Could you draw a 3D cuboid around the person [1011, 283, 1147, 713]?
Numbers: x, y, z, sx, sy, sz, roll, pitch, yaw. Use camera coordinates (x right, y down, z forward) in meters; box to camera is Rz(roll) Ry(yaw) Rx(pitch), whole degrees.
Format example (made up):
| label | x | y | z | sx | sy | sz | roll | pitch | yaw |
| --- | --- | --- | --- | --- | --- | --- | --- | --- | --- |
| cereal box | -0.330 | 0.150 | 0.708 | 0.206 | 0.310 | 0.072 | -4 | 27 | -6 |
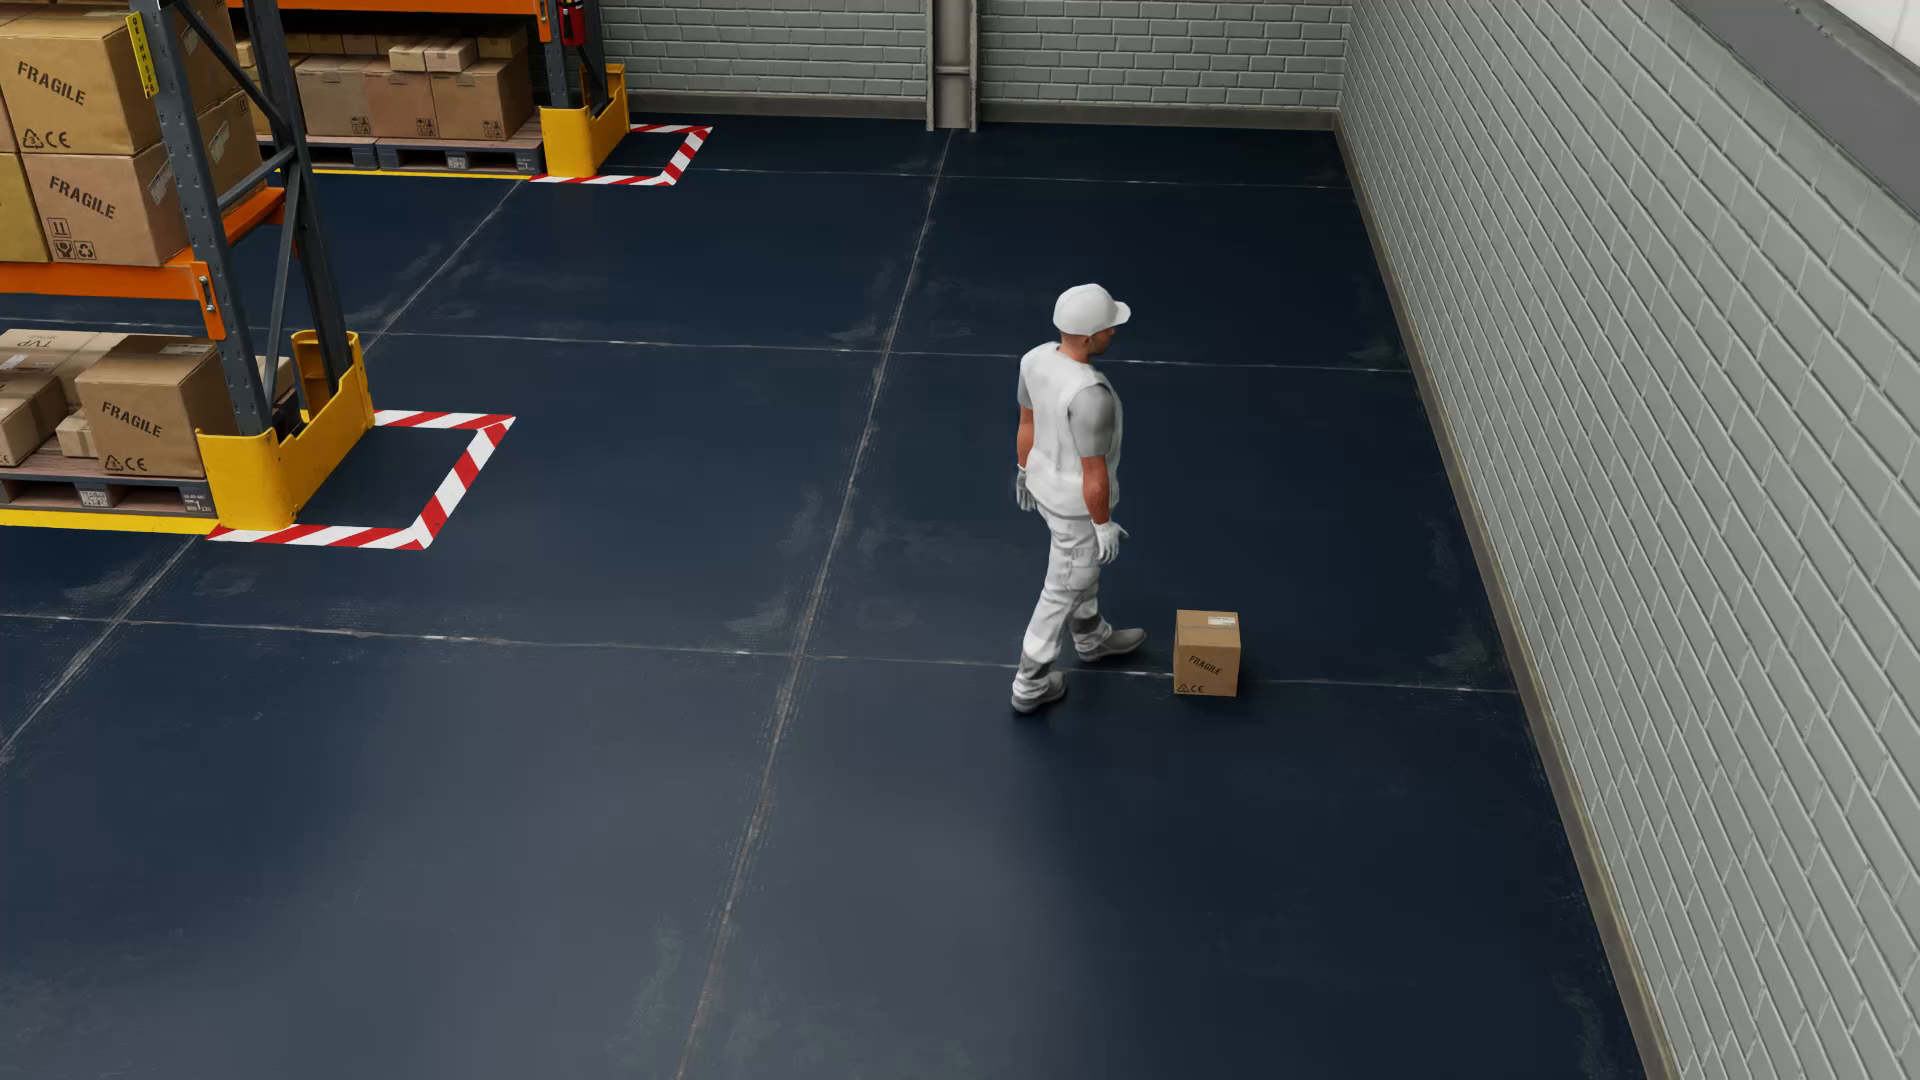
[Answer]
| label | x | y | z | sx | sy | sz | roll | pitch | yaw |
| --- | --- | --- | --- | --- | --- | --- | --- | --- | --- |
| person | 0.501 | -0.176 | 6.392 | 0.708 | 1.783 | 0.568 | -13 | 34 | -20 |
